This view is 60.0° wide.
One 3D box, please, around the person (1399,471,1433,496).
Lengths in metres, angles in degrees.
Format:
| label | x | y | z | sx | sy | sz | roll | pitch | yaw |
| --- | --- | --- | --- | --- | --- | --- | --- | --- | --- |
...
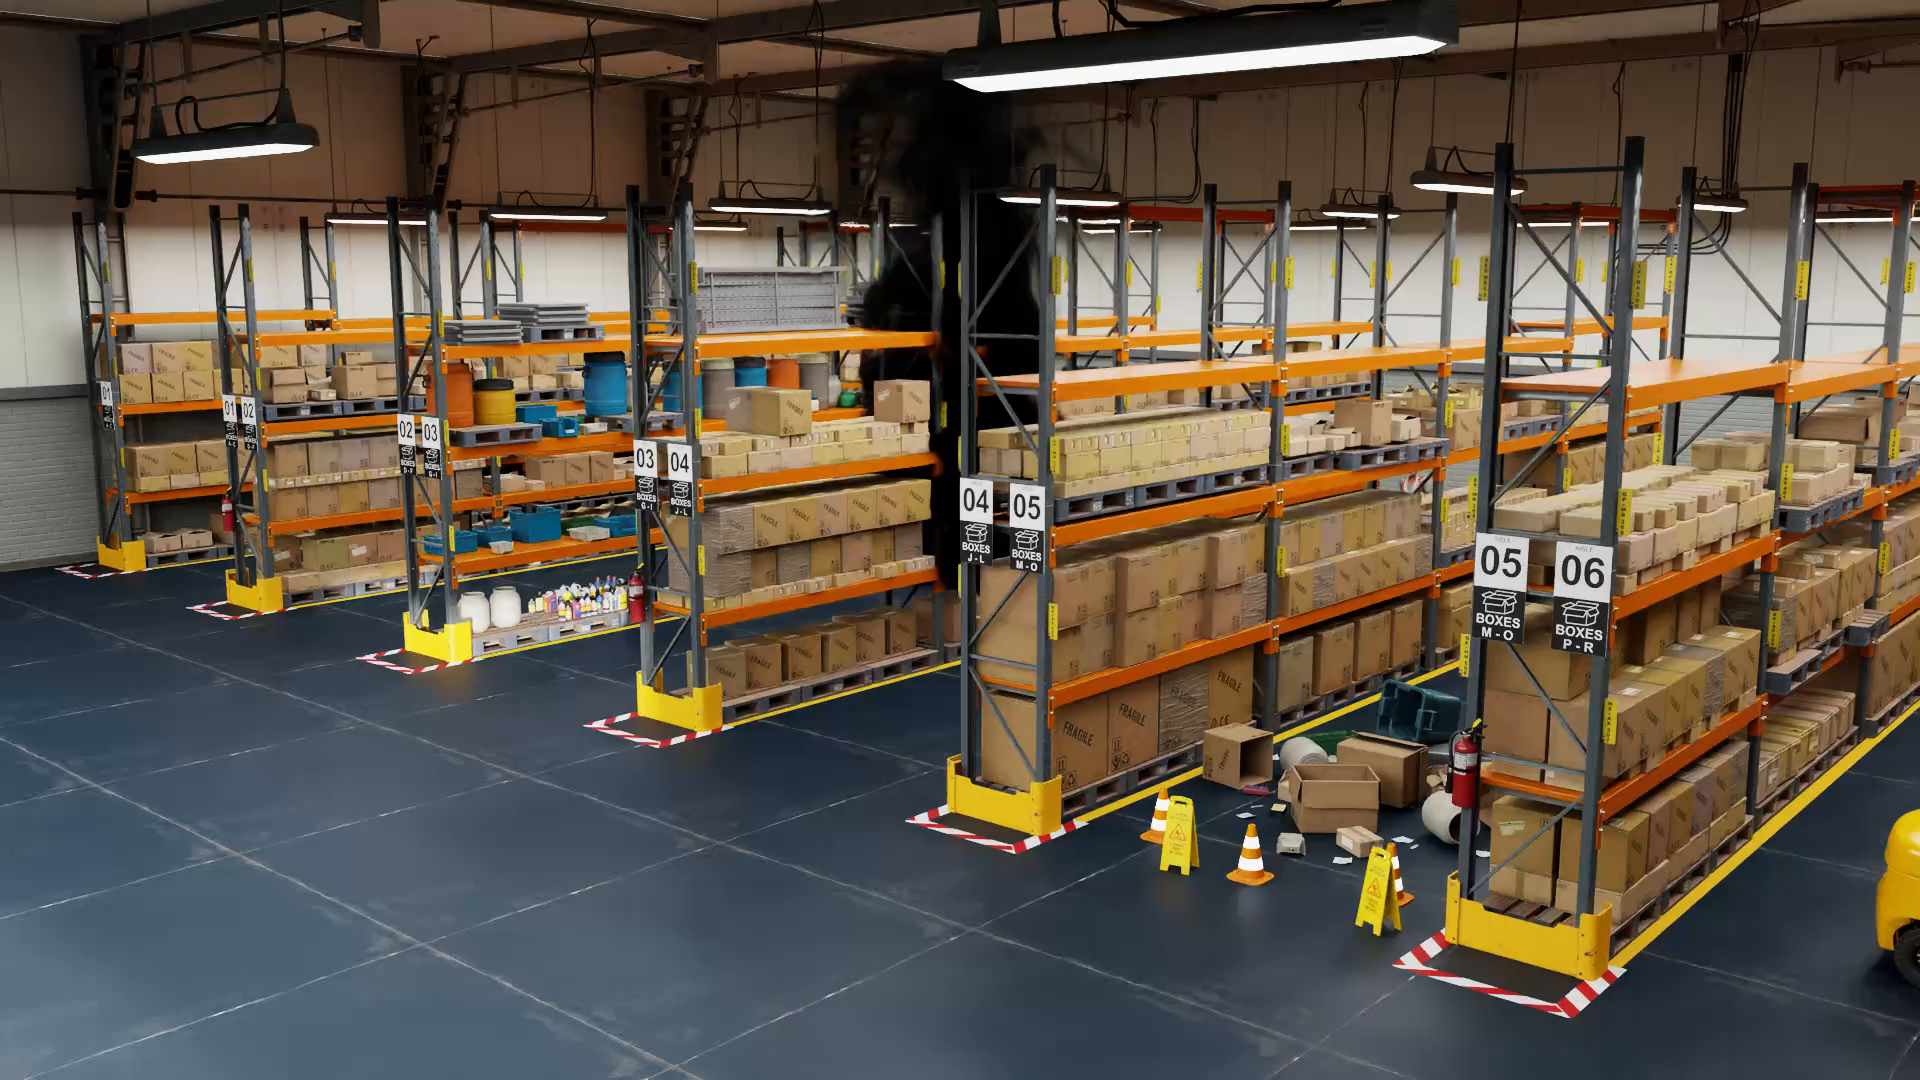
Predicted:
| label | x | y | z | sx | sy | sz | roll | pitch | yaw |
| --- | --- | --- | --- | --- | --- | --- | --- | --- | --- |
| person | 7.832 | -0.464 | 28.692 | 0.665 | 1.790 | 0.900 | 6 | 11 | 34 |
